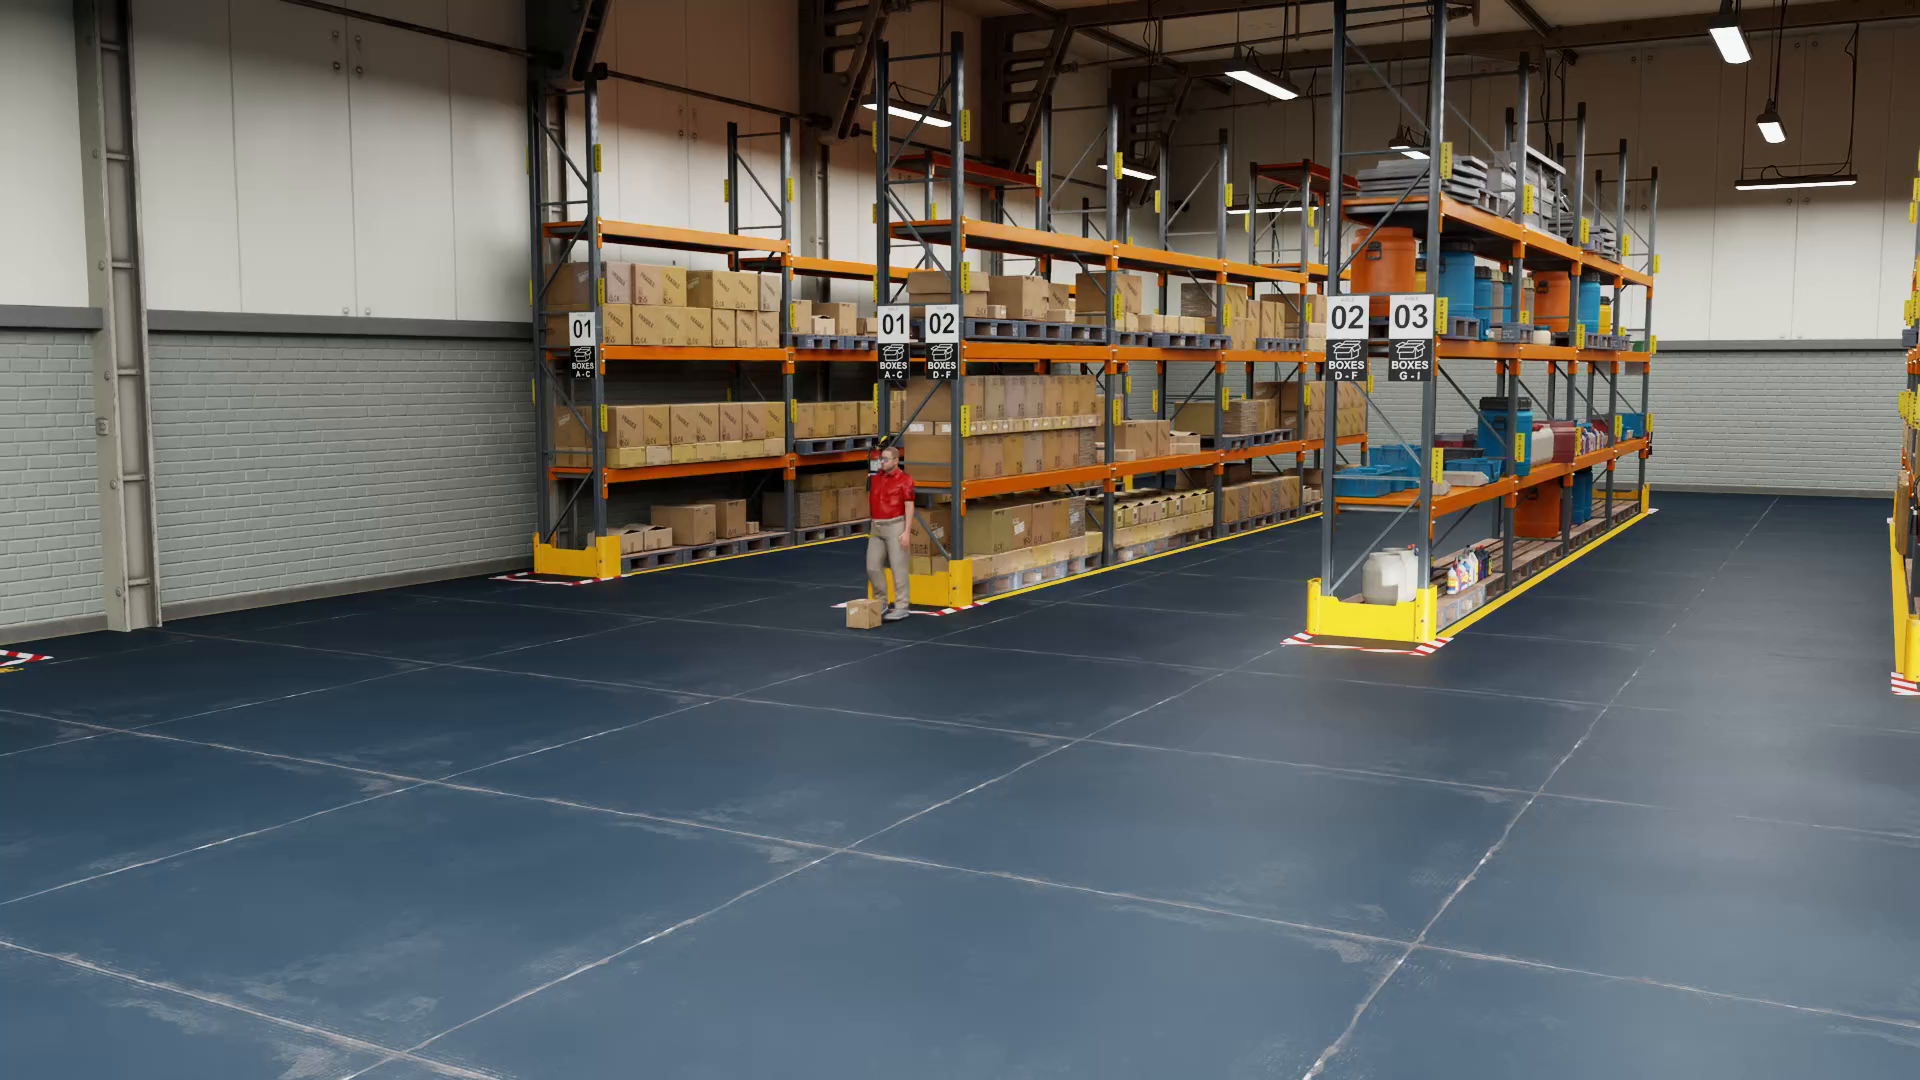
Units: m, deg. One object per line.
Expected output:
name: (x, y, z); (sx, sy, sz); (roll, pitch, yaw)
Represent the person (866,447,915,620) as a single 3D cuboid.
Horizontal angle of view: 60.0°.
person: (-0.725, -0.039, 16.739); (0.570, 1.798, 0.373); (4, 7, 35)
